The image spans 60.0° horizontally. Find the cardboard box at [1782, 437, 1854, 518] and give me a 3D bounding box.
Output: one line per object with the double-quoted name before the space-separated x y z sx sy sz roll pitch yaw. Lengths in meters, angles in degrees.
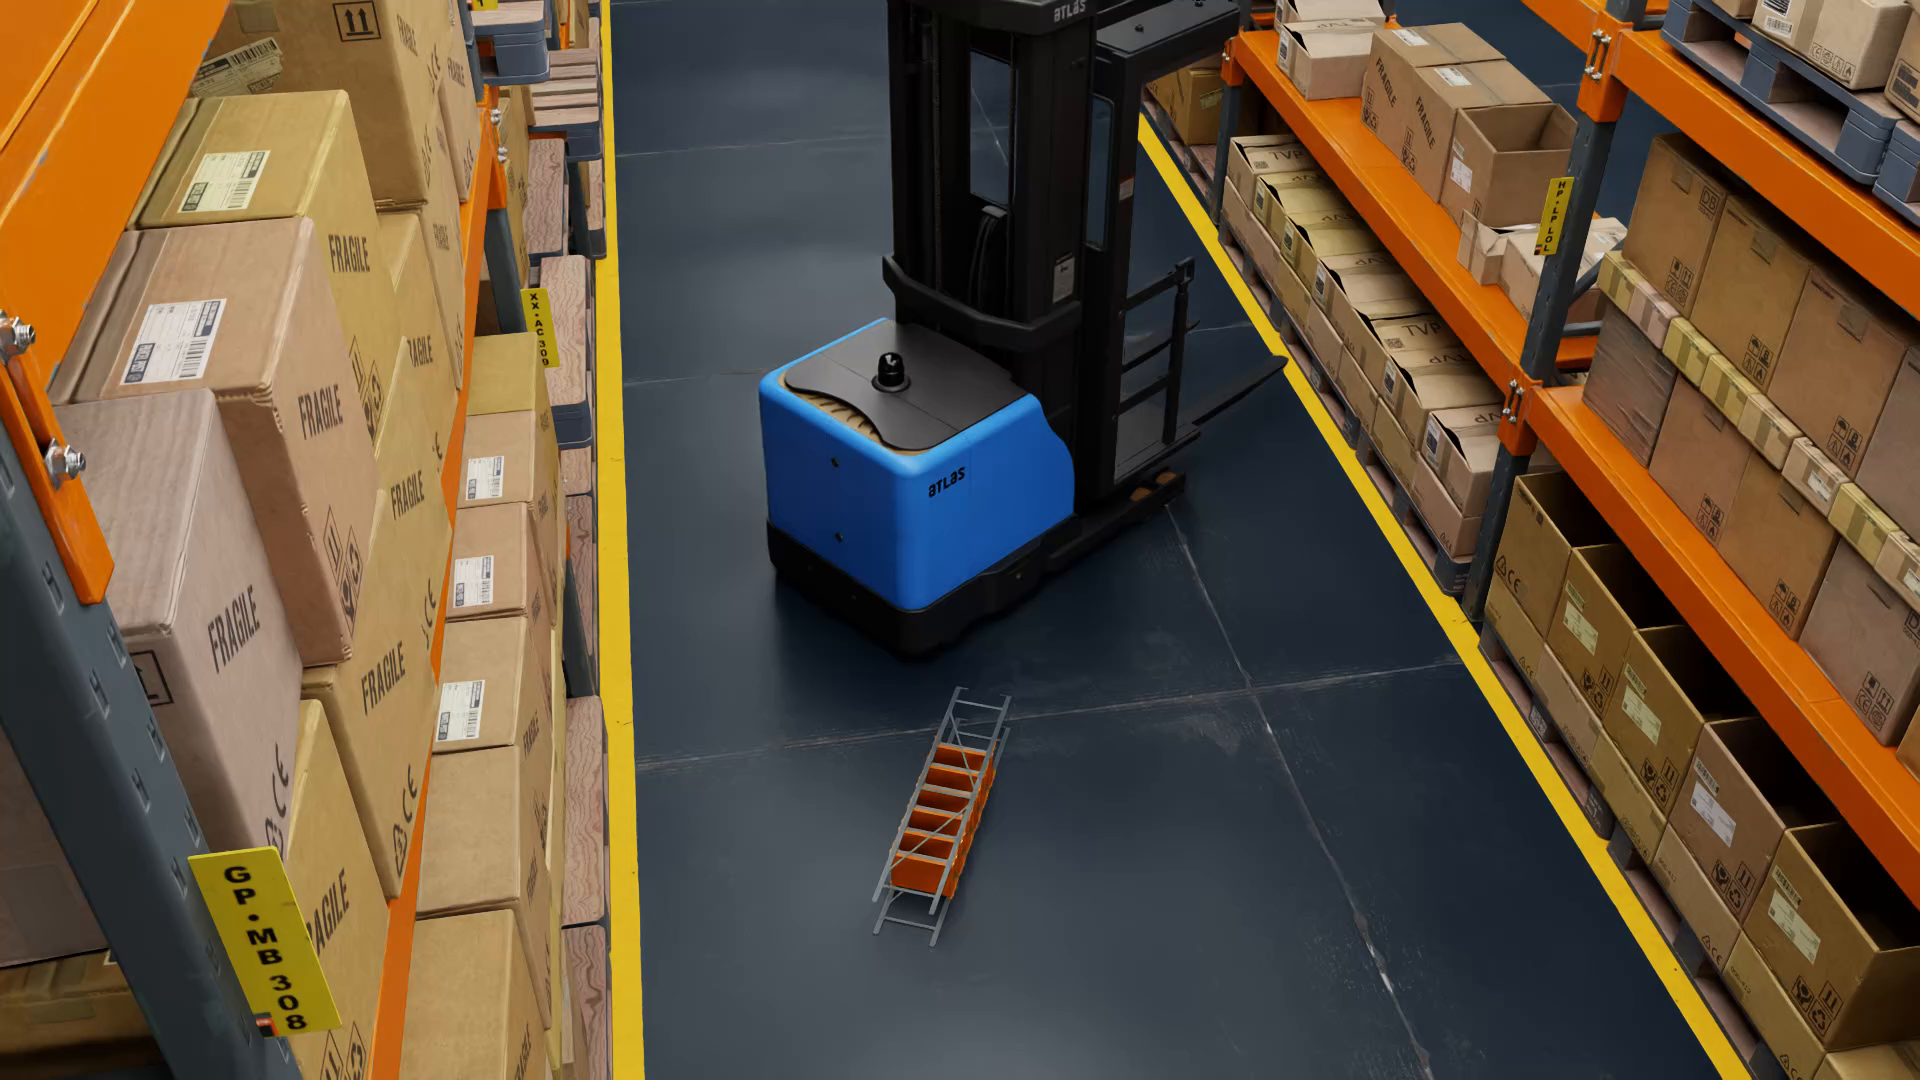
"cardboard box" 2.919 -0.223 5.382 0.380 0.149 0.250 -7 38 -9

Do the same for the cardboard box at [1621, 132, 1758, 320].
"cardboard box" 2.917 -1.173 6.076 0.700 0.500 0.500 -6 38 -8

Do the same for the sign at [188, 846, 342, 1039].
"sign" -0.808 0.474 1.937 0.100 0.325 0.005 -6 38 -8

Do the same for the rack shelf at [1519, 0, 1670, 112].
"rack shelf" 2.482 -2.997 7.704 1.077 0.370 4.000 -6 38 -8

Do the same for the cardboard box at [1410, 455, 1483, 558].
"cardboard box" 2.474 -0.188 7.846 0.500 0.250 0.500 -7 38 -8

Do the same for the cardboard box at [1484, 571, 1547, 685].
"cardboard box" 2.615 0.344 7.161 0.500 0.250 0.500 -6 38 -8

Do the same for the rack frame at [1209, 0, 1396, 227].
"rack frame" 2.131 -3.305 9.959 1.000 3.000 0.127 -6 38 -8

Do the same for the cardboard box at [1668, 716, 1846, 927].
"cardboard box" 2.871 0.955 5.764 0.500 0.500 0.500 -6 38 -8

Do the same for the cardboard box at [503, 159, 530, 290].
"cardboard box" -2.190 -1.216 6.830 0.700 0.500 0.500 -3 38 -3

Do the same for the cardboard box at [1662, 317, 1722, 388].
"cardboard box" 2.780 -0.694 5.988 0.380 0.149 0.250 -7 38 -9

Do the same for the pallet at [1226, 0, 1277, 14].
"pallet" 1.943 -3.631 10.535 1.213 0.211 1.003 -6 38 -8

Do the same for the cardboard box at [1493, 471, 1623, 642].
"cardboard box" 2.606 0.049 6.930 0.500 0.500 0.500 -6 38 -8

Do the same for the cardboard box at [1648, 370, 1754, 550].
"cardboard box" 3.015 -0.343 6.065 0.700 0.500 0.500 -7 38 -8

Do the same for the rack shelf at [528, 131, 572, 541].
"rack shelf" -2.394 -1.278 7.936 1.077 0.370 4.000 -6 38 -8

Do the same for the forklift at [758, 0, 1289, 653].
"forklift" 0.490 -1.454 7.633 1.130 2.935 3.031 31 48 34

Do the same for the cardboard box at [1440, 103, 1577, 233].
"cardboard box" 2.622 -1.712 7.827 0.500 0.500 0.500 -4 38 -5

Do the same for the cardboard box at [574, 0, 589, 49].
"cardboard box" -3.046 -3.587 11.733 0.750 0.750 0.750 -5 38 -7

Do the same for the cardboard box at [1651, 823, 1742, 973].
"cardboard box" 2.874 1.250 5.994 0.500 0.250 0.500 -6 38 -8

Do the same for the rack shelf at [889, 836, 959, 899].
"rack shelf" -0.137 1.255 6.376 0.258 0.180 0.103 9 39 12

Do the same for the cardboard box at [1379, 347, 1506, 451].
"cardboard box" 2.382 -0.718 8.070 0.500 0.311 0.500 -5 38 -7

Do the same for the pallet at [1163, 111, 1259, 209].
"pallet" 2.038 -2.659 11.400 1.003 0.211 1.213 -6 38 -8

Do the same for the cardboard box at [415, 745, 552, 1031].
"cardboard box" -1.292 0.885 4.061 0.500 0.500 0.500 -7 38 -9

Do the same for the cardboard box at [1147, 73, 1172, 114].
"cardboard box" 1.646 -3.344 11.688 0.500 0.500 0.500 -8 38 -10

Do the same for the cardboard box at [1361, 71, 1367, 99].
"cardboard box" 2.410 -2.441 9.052 0.380 0.149 0.250 -4 38 -5

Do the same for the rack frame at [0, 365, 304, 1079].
"rack frame" -1.339 -0.307 1.210 0.949 2.616 0.053 -6 38 -8

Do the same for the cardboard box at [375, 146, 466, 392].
"cardboard box" -1.501 -0.670 4.024 0.500 0.500 0.500 -8 38 -10

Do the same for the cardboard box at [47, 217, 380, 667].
"cardboard box" -1.209 -0.132 2.517 0.500 0.500 0.500 -7 38 -8

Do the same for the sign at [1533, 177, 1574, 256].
"sign" 2.300 -1.250 6.435 0.100 0.325 0.005 -6 38 -8

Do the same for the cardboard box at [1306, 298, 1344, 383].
"cardboard box" 2.210 -1.110 9.033 0.500 0.250 0.500 -5 38 -7

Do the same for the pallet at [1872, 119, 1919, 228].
"pallet" 3.218 -0.791 4.350 1.003 0.211 1.213 -6 38 -8

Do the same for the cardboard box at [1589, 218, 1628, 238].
"cardboard box" 2.878 -1.347 7.643 0.380 0.149 0.250 -6 38 -8

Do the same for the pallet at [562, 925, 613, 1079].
"pallet" -1.674 1.888 5.548 1.003 0.211 1.213 -6 38 -8

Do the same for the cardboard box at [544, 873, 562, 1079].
"cardboard box" -1.304 1.164 4.312 0.500 0.250 0.500 -7 38 -9

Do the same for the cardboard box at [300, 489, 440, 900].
"cardboard box" -1.214 0.273 2.810 0.500 0.500 0.500 -4 38 -5

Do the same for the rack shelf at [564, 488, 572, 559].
"rack shelf" -1.693 1.138 4.826 1.077 0.370 4.000 -6 38 -8

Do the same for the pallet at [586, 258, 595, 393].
"pallet" -2.610 -1.196 9.518 1.003 0.211 1.213 -6 38 -8

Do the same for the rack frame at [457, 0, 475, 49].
"rack frame" -2.044 -2.723 4.320 1.000 3.000 0.127 -6 38 -8

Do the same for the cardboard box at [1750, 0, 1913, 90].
"cardboard box" 2.756 -1.600 4.936 0.500 0.311 0.500 -8 39 -10

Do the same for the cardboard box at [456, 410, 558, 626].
"cardboard box" -1.563 -0.045 5.258 0.500 0.500 0.500 -6 38 -8

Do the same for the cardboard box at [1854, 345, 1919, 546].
"cardboard box" 3.181 -0.264 4.906 0.700 0.500 0.500 -6 38 -8

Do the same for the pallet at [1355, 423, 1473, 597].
"pallet" 2.665 -0.228 8.272 1.003 0.211 1.213 -6 38 -8

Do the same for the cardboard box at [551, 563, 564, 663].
"cardboard box" -1.583 0.253 5.485 0.500 0.250 0.500 -6 38 -8

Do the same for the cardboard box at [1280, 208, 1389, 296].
"cardboard box" 2.121 -1.634 9.249 0.500 0.311 0.500 -7 38 -9

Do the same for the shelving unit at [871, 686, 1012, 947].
"shelving unit" -0.055 1.068 6.617 0.258 0.189 1.200 9 39 12

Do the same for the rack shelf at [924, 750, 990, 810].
"rack shelf" -0.012 0.971 6.742 0.258 0.180 0.103 9 39 12

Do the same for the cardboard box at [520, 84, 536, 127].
"cardboard box" -2.528 -2.365 8.310 0.700 0.500 0.500 -10 39 -12

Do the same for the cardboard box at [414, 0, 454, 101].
"cardboard box" -1.582 -1.375 4.117 0.500 0.500 0.500 -4 38 -5

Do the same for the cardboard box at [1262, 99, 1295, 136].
"cardboard box" 2.333 -2.797 10.984 0.500 0.500 0.500 -5 38 -6

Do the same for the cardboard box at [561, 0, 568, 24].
"cardboard box" -2.574 -3.225 10.044 0.380 0.149 0.250 -5 38 -7

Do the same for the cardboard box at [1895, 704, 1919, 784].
"cardboard box" 3.286 0.587 4.868 0.700 0.500 0.500 -6 38 -8

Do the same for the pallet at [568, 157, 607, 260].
"pallet" -2.809 -2.153 10.749 1.003 0.211 1.213 -6 38 -8

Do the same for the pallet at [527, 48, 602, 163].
"pallet" -2.515 -2.275 8.790 1.213 0.211 1.003 -6 38 -8

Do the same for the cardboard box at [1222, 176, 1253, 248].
"cardboard box" 1.934 -2.037 10.226 0.500 0.250 0.500 -6 38 -8
